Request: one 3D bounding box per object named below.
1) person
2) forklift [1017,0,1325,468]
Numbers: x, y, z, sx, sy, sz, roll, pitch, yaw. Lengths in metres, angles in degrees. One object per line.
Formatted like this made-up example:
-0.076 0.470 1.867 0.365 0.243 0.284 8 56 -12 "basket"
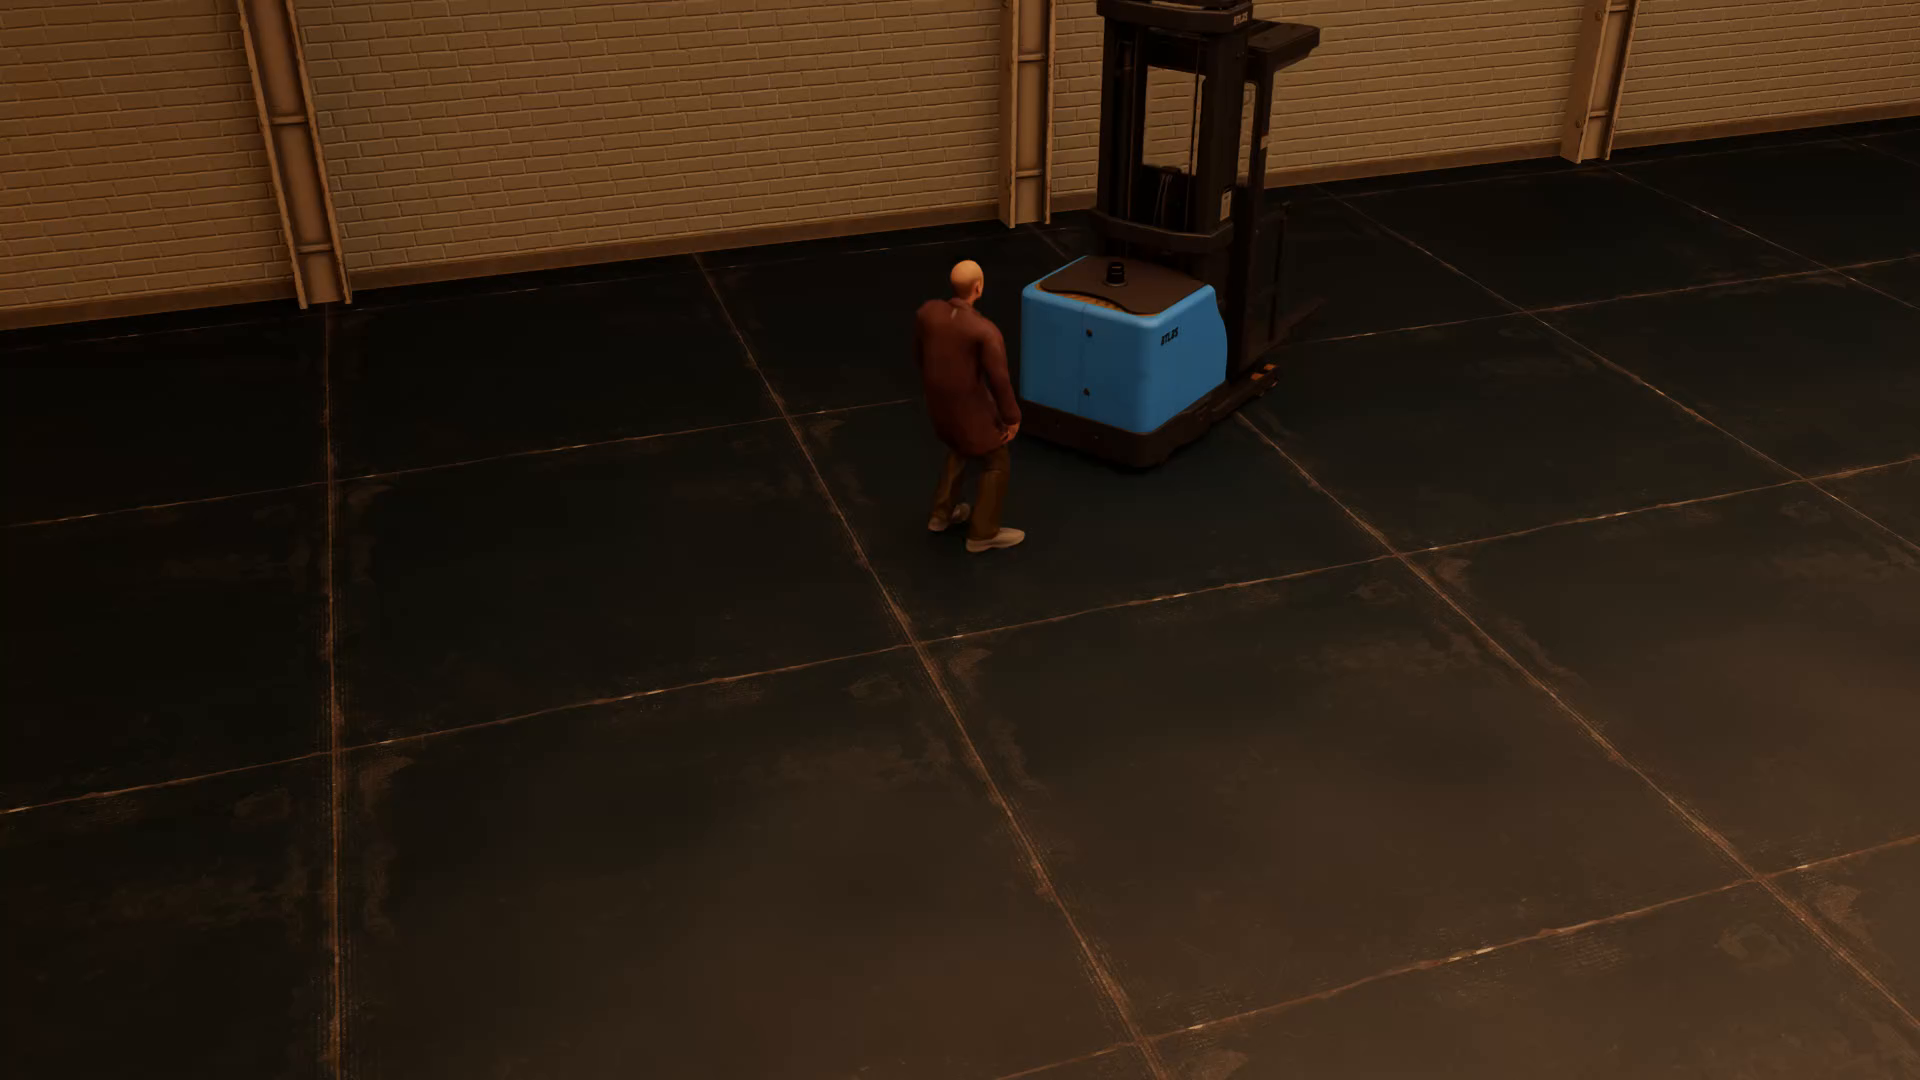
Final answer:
0.049 -0.796 9.676 0.736 1.737 0.435 23 37 34 "person"
1.653 -2.415 11.285 1.130 2.935 3.031 20 35 31 "forklift"
